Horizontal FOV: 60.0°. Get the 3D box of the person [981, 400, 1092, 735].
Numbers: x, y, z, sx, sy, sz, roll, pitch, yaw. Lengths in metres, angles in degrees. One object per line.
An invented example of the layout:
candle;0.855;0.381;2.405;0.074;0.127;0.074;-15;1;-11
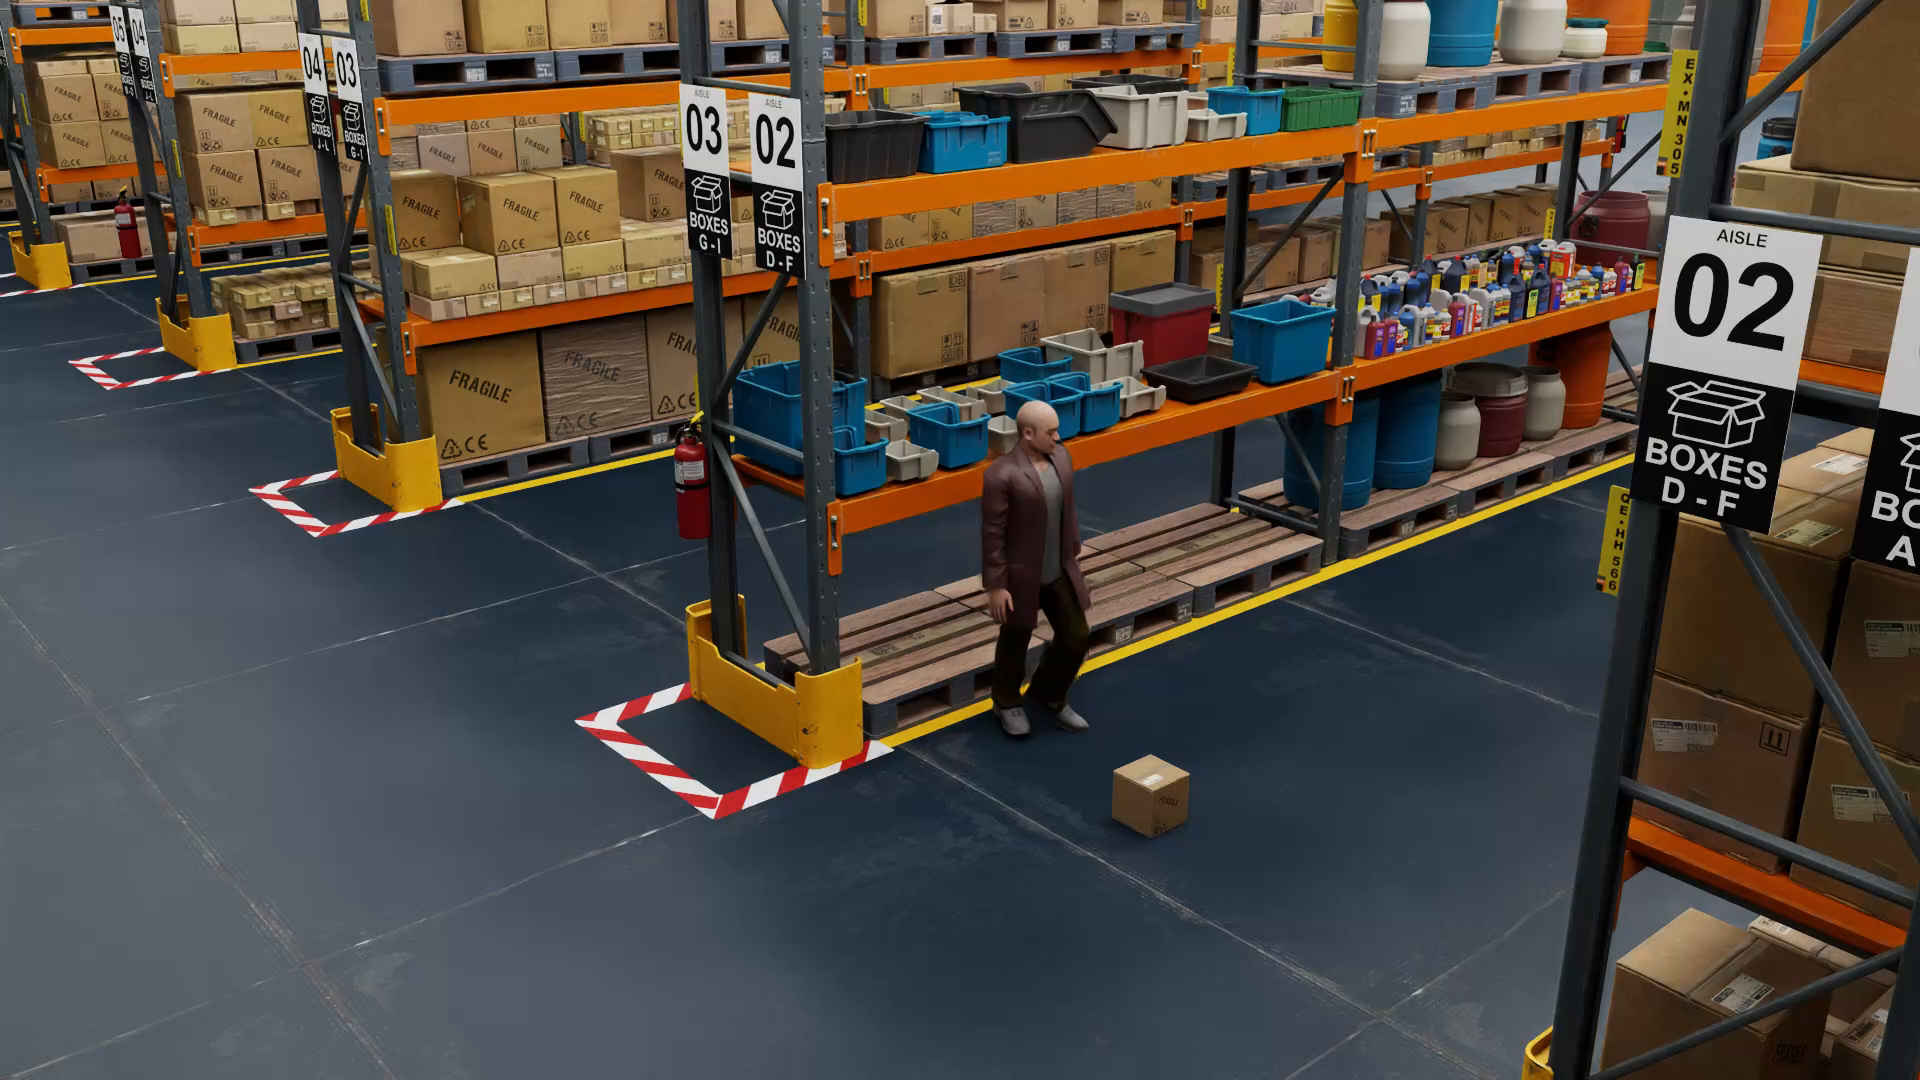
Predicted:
person;0.338;0.161;8.237;0.628;1.797;0.546;-13;24;-31
